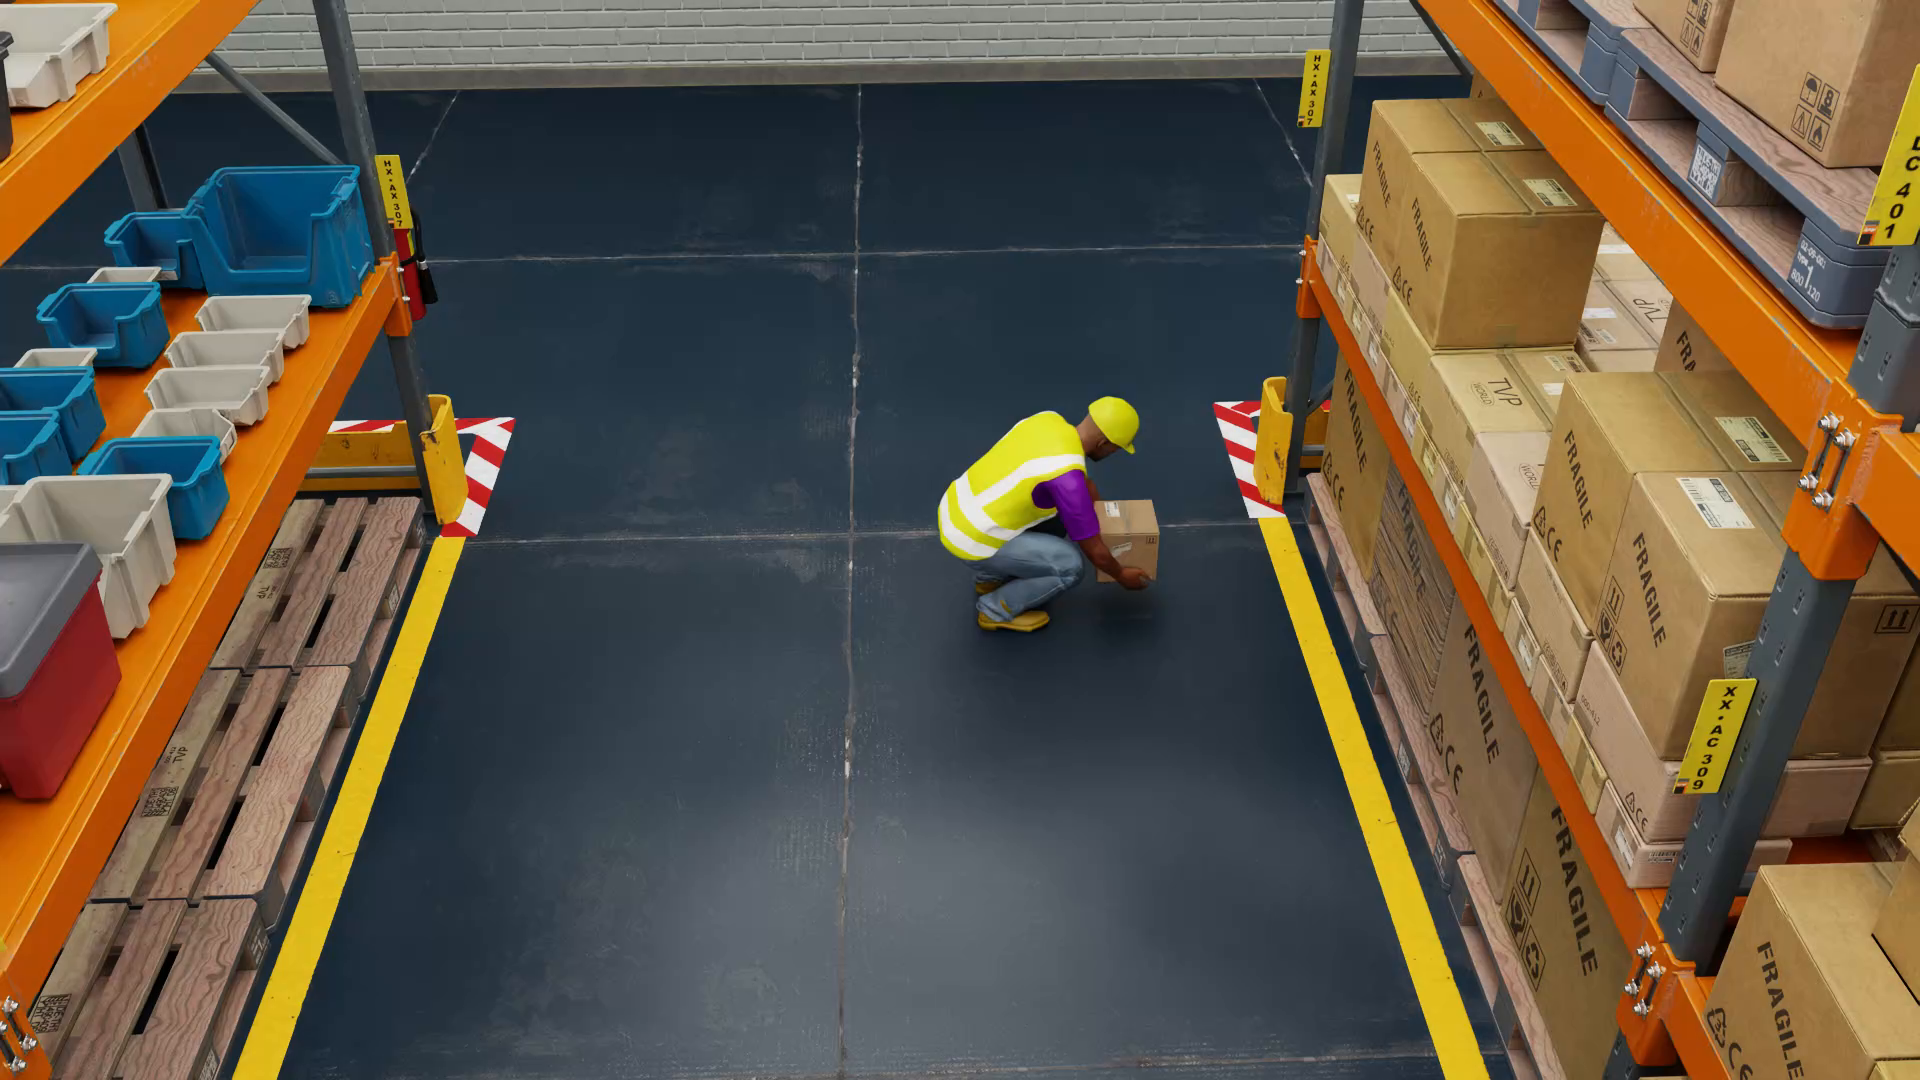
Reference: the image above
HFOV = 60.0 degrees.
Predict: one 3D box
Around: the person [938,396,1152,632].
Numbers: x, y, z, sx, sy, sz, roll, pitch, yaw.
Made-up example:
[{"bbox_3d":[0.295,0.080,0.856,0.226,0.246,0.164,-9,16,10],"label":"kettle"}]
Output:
[{"bbox_3d":[0.356,-0.140,7.003,0.898,0.995,0.586,-1,35,-2],"label":"person"}]
